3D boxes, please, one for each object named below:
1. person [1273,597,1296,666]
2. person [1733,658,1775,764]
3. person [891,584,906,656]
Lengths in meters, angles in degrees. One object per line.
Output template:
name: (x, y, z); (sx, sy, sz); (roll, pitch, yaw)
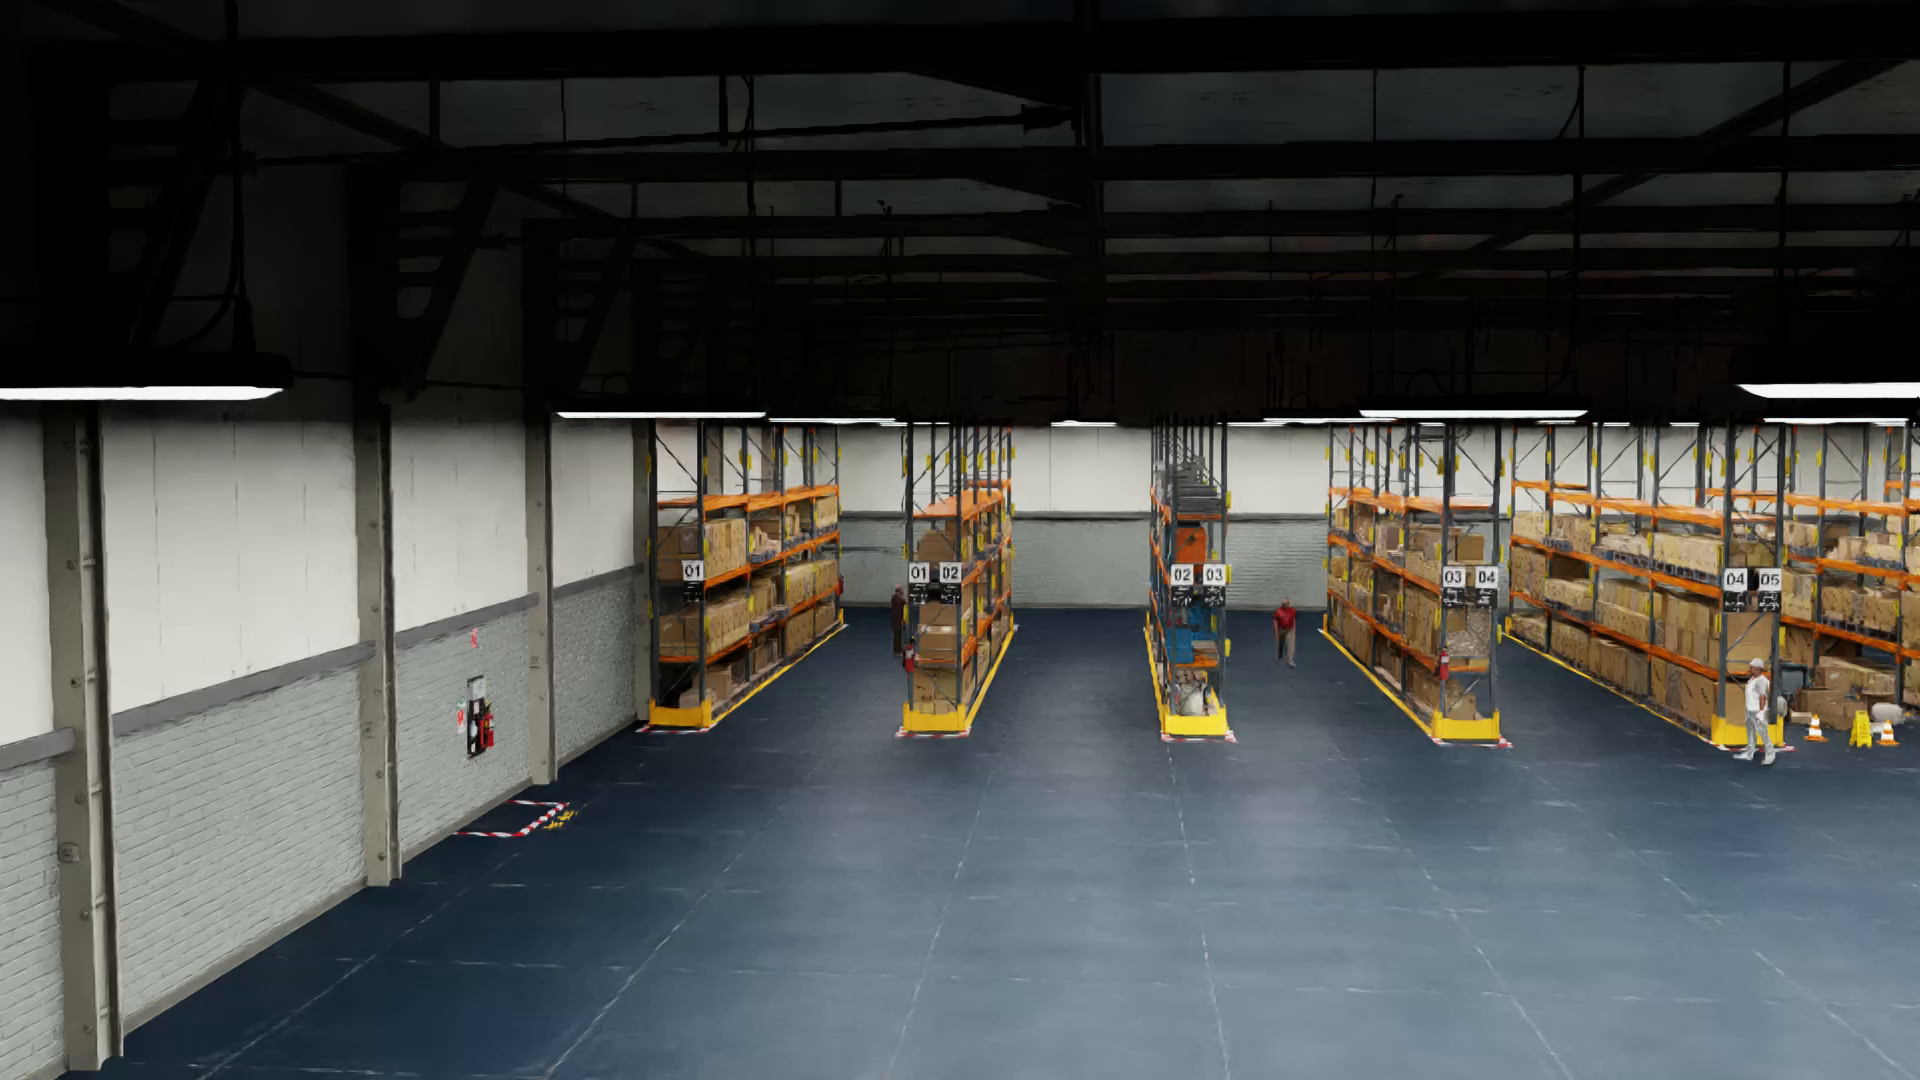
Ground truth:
person: (7.821, 2.190, 40.044); (0.542, 1.645, 1.126); (1, 4, 8)
person: (13.612, 2.914, 28.480); (0.587, 1.787, 0.733); (1, 4, 10)
person: (-1.497, 2.003, 41.787); (0.520, 1.787, 0.656); (-2, 4, -24)
